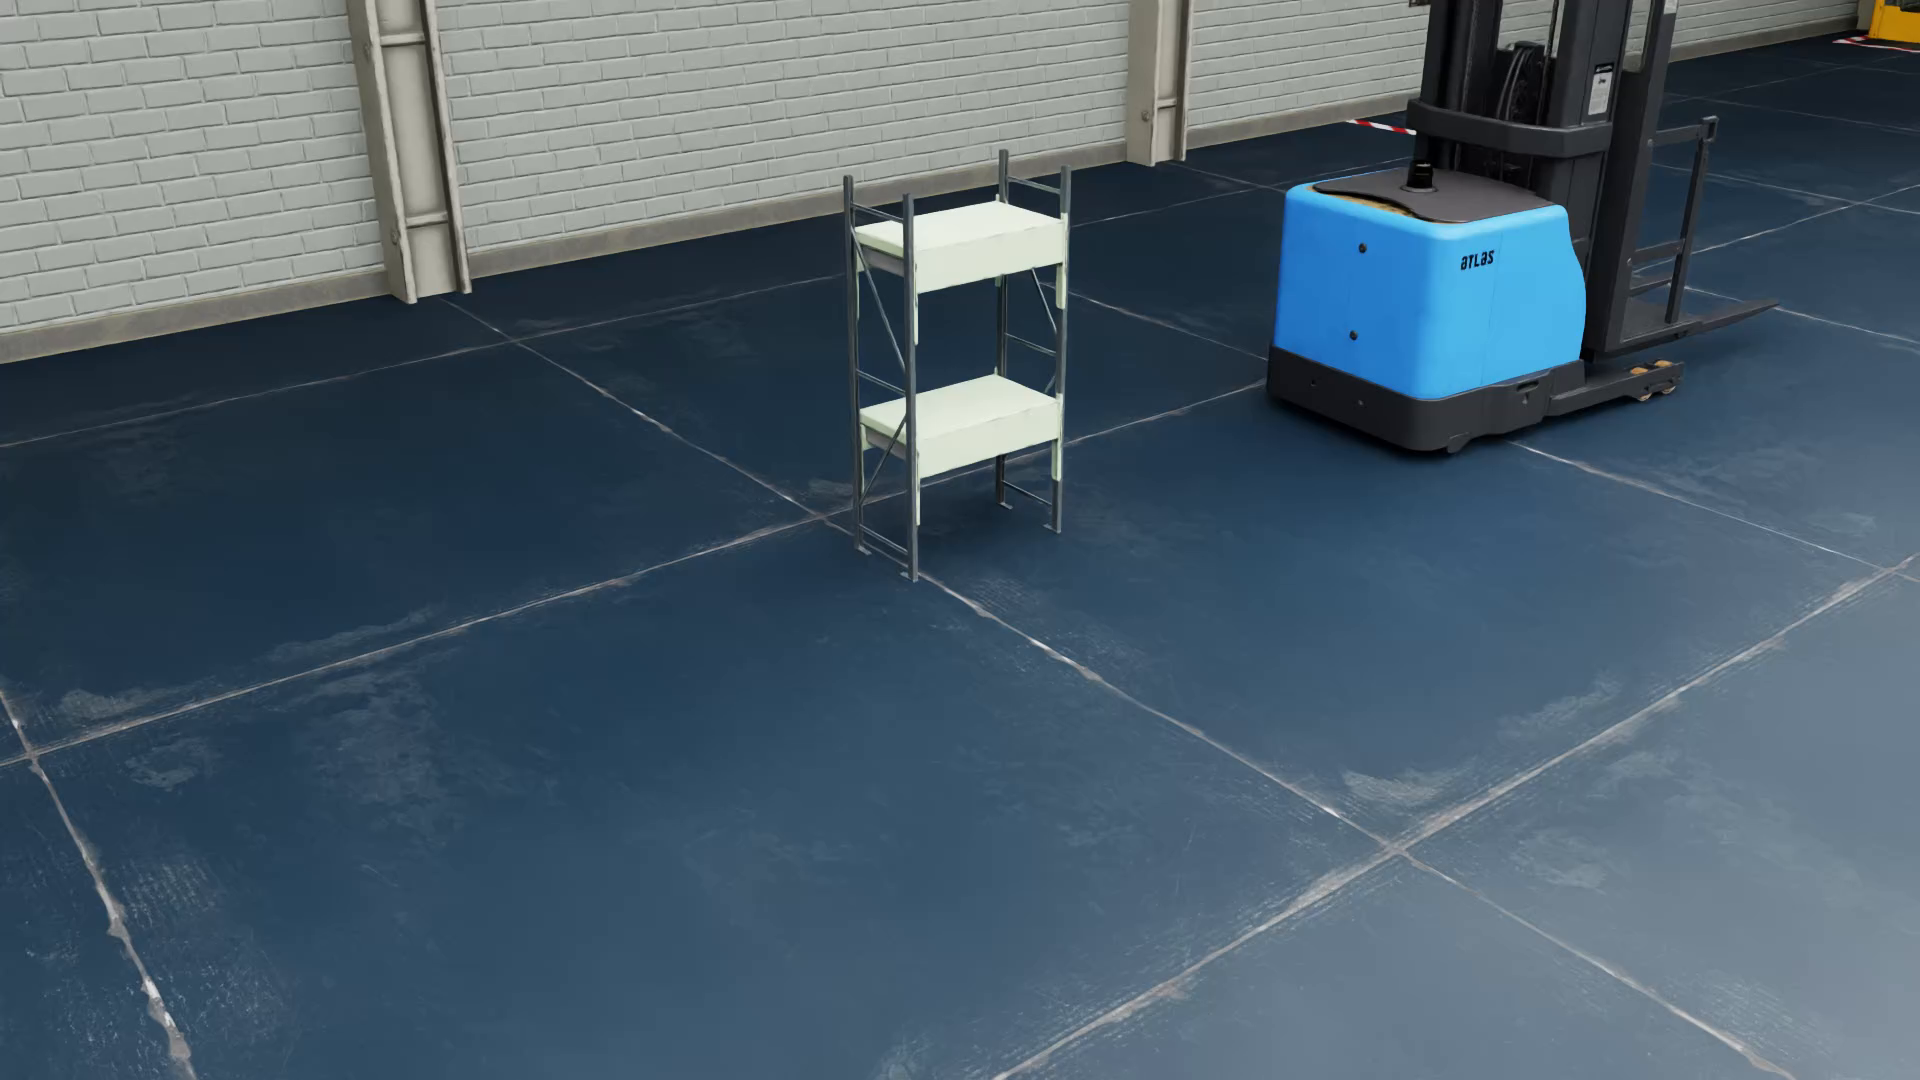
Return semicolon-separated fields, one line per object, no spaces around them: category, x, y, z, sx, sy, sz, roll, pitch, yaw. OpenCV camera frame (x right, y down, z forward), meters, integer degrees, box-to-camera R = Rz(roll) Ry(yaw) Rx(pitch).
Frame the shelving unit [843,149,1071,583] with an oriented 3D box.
shelving unit;-0.005;-0.679;6.431;0.755;1.500;0.431;-18;31;-34

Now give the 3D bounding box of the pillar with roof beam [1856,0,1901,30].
pillar with roof beam;13.657;-8.812;15.048;0.400;9.000;9.100;-18;31;-34

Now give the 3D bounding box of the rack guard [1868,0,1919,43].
rack guard;11.043;-5.935;18.944;0.348;0.500;1.175;-18;31;-34

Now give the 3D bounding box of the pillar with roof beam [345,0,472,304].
pillar with roof beam;-0.508;-4.136;4.973;0.400;9.000;9.100;-18;31;-34

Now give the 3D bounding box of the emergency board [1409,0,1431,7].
emergency board;4.293;-5.333;14.678;0.626;1.169;0.157;-18;31;-34

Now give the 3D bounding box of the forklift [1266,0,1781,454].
forklift;3.011;-2.184;7.973;3.031;2.935;1.130;-16;29;-30

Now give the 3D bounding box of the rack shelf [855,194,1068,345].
rack shelf;-0.005;-1.033;6.266;0.720;0.370;0.431;-18;31;-34

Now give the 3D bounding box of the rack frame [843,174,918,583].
rack frame;-0.293;-0.583;6.226;0.023;1.500;0.400;-18;31;-34

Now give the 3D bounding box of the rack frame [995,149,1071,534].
rack frame;0.283;-0.774;6.635;0.023;1.500;0.400;-18;31;-34

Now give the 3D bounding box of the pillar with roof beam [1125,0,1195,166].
pillar with roof beam;4.214;-5.695;8.332;0.400;9.000;9.100;-18;31;-34

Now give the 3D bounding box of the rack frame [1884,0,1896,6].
rack frame;10.983;-7.049;18.375;0.127;3.000;1.000;-18;31;-34

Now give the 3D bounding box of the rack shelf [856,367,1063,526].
rack shelf;-0.005;-0.383;6.568;0.720;0.370;0.431;-18;31;-34
